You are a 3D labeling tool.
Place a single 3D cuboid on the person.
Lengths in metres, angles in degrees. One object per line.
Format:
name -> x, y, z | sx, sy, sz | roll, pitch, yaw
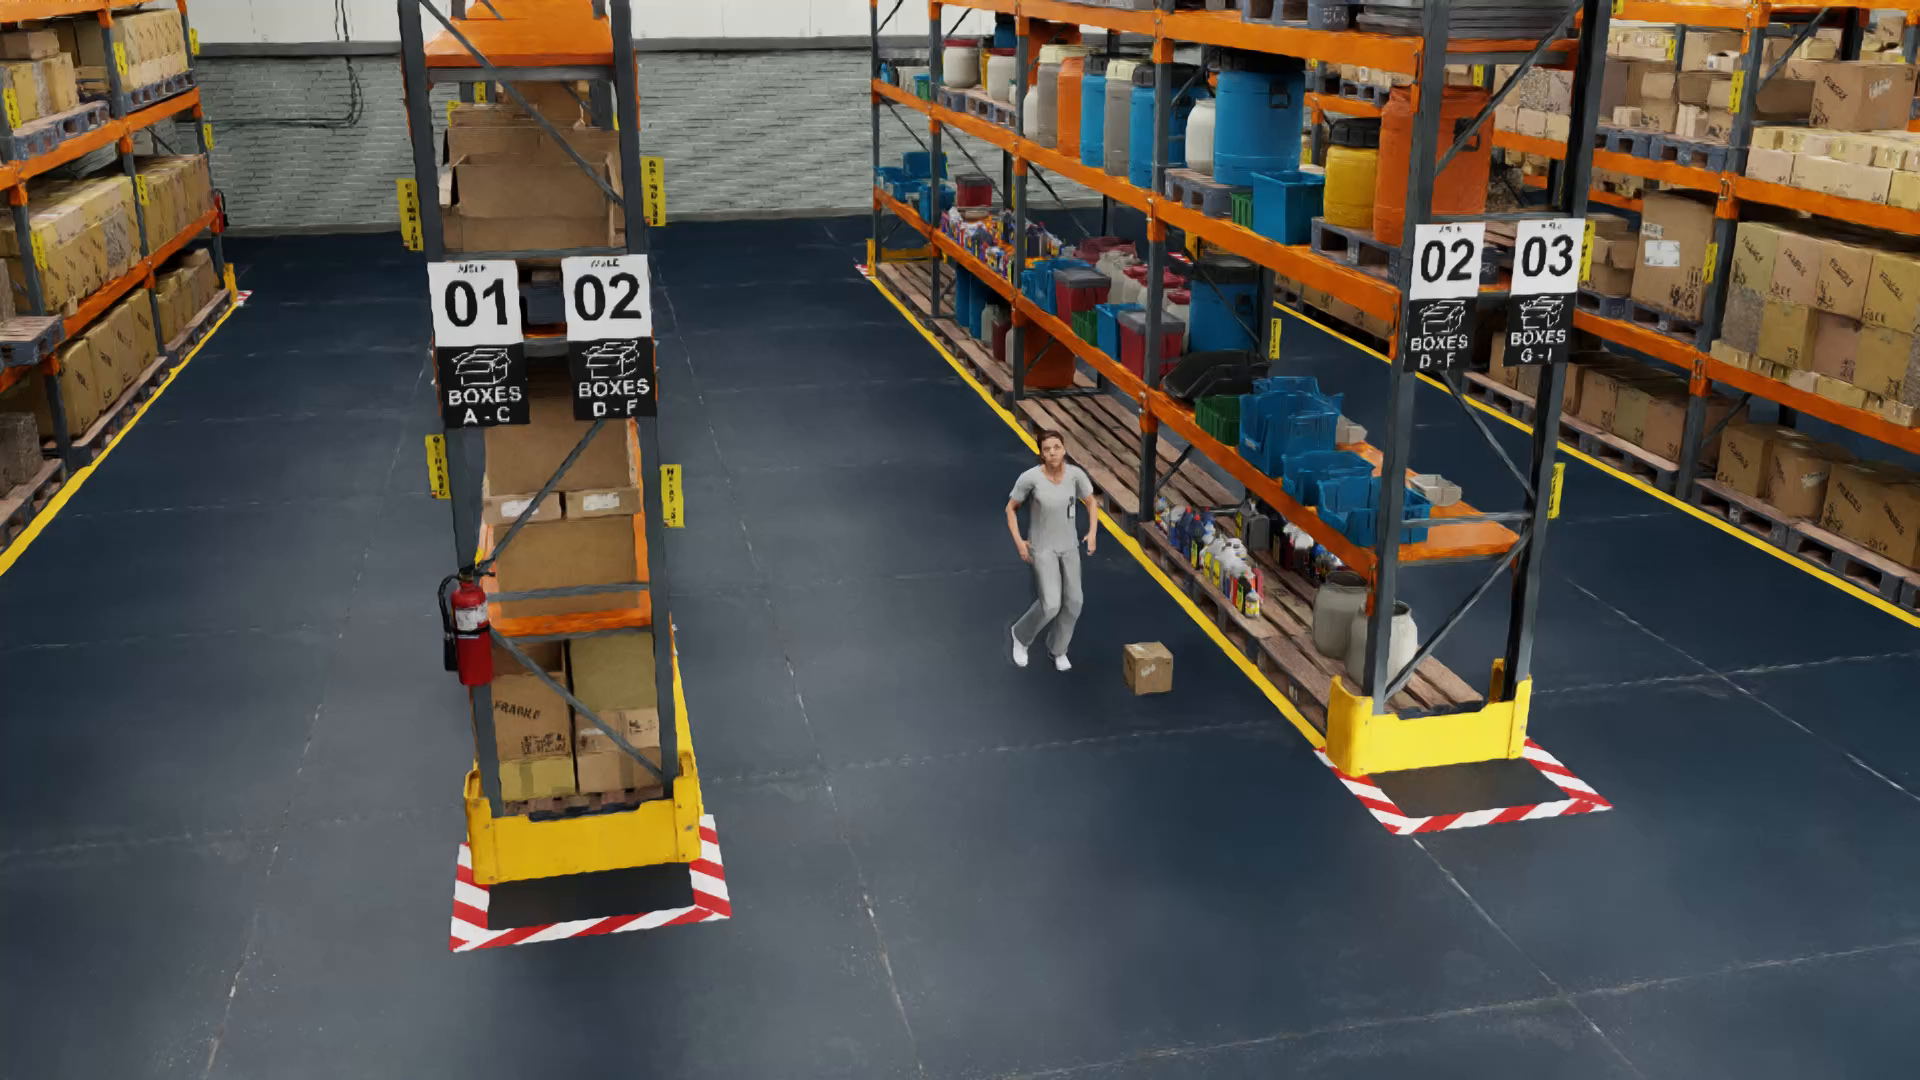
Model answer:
person -> 0.649, 0.079, 10.922 | 0.607, 1.630, 0.462 | -8, 21, -22
